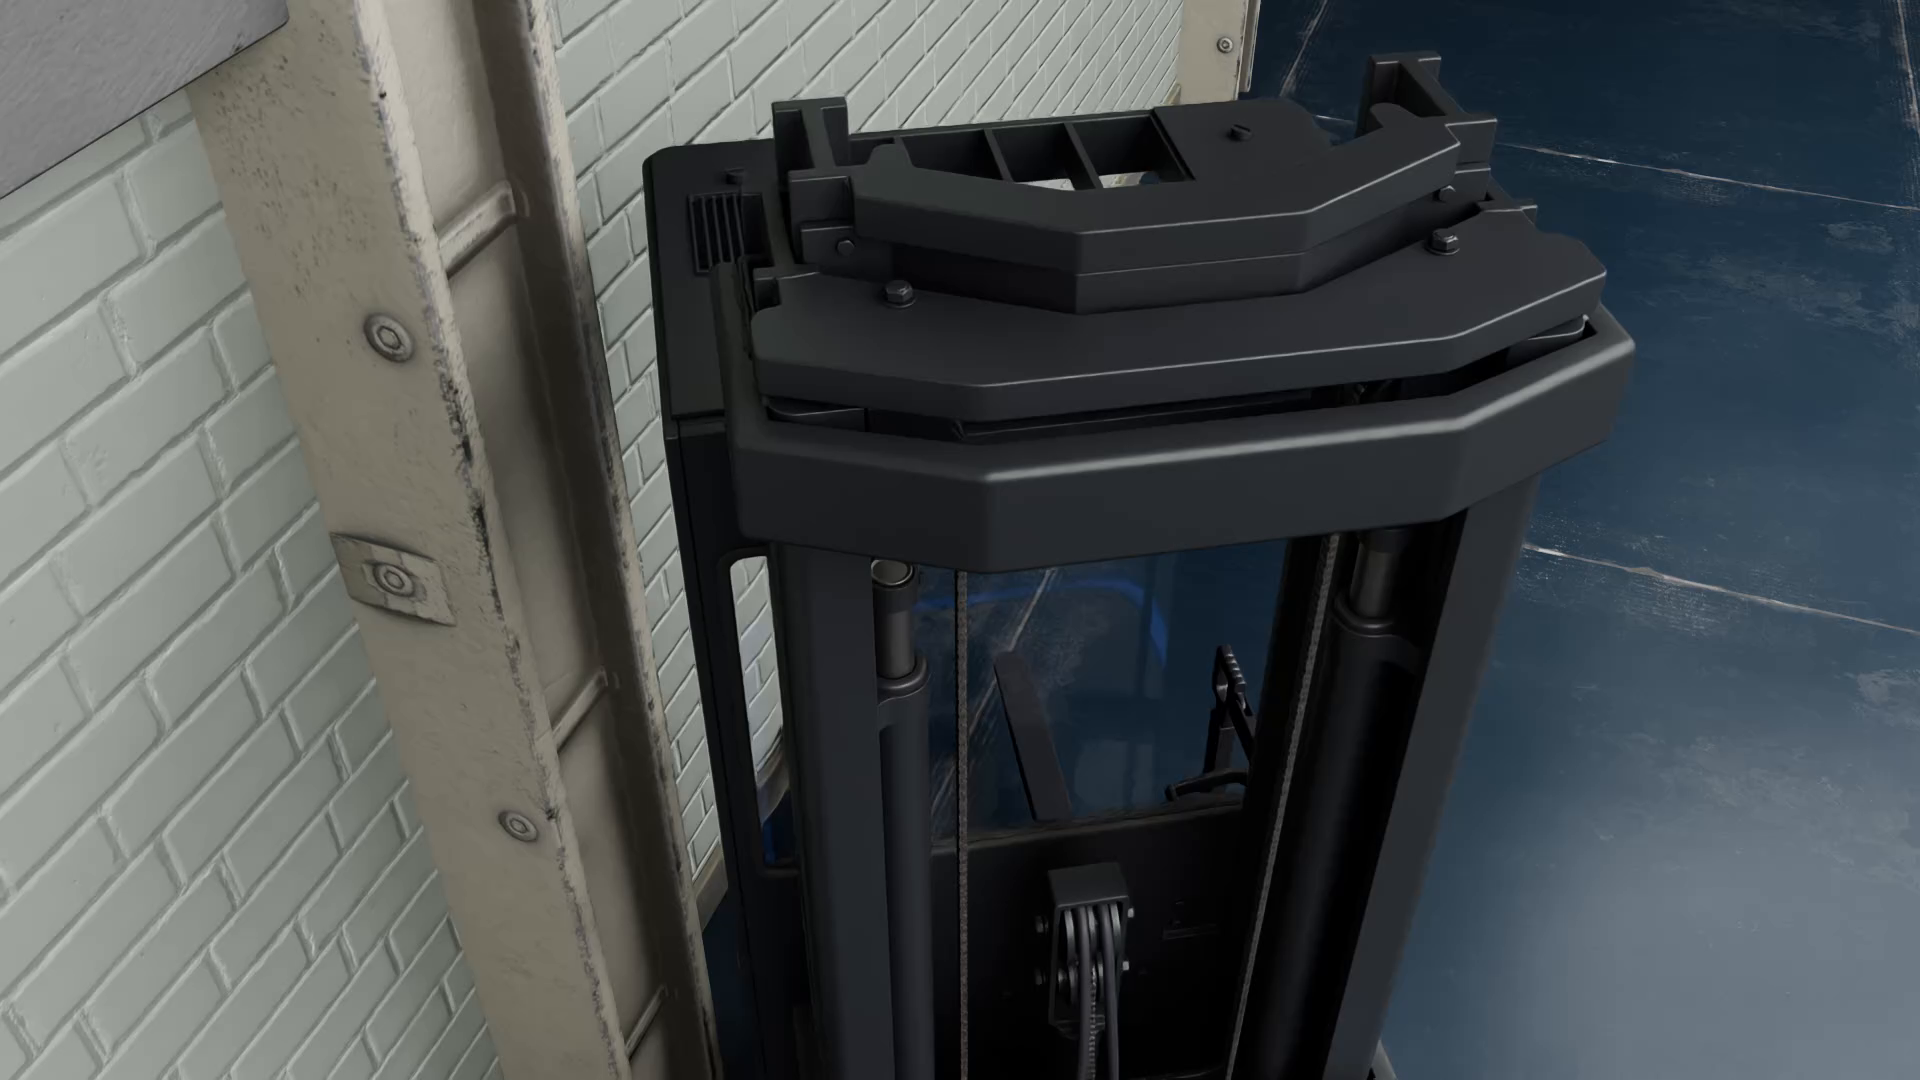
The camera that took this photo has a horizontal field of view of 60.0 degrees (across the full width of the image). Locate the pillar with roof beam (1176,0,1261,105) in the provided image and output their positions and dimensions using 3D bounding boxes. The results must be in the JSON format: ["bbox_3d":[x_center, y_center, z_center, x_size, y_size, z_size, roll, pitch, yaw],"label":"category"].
[{"bbox_3d":[5.306,-4.677,4.299,9.100,9.000,0.400,13,42,15],"label":"pillar with roof beam"}]

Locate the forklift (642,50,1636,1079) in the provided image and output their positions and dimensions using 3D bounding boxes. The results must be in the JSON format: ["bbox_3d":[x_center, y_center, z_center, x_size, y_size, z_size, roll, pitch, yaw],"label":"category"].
[{"bbox_3d":[0.109,0.392,3.032,1.130,2.935,3.031,-7,41,-8],"label":"forklift"}]
